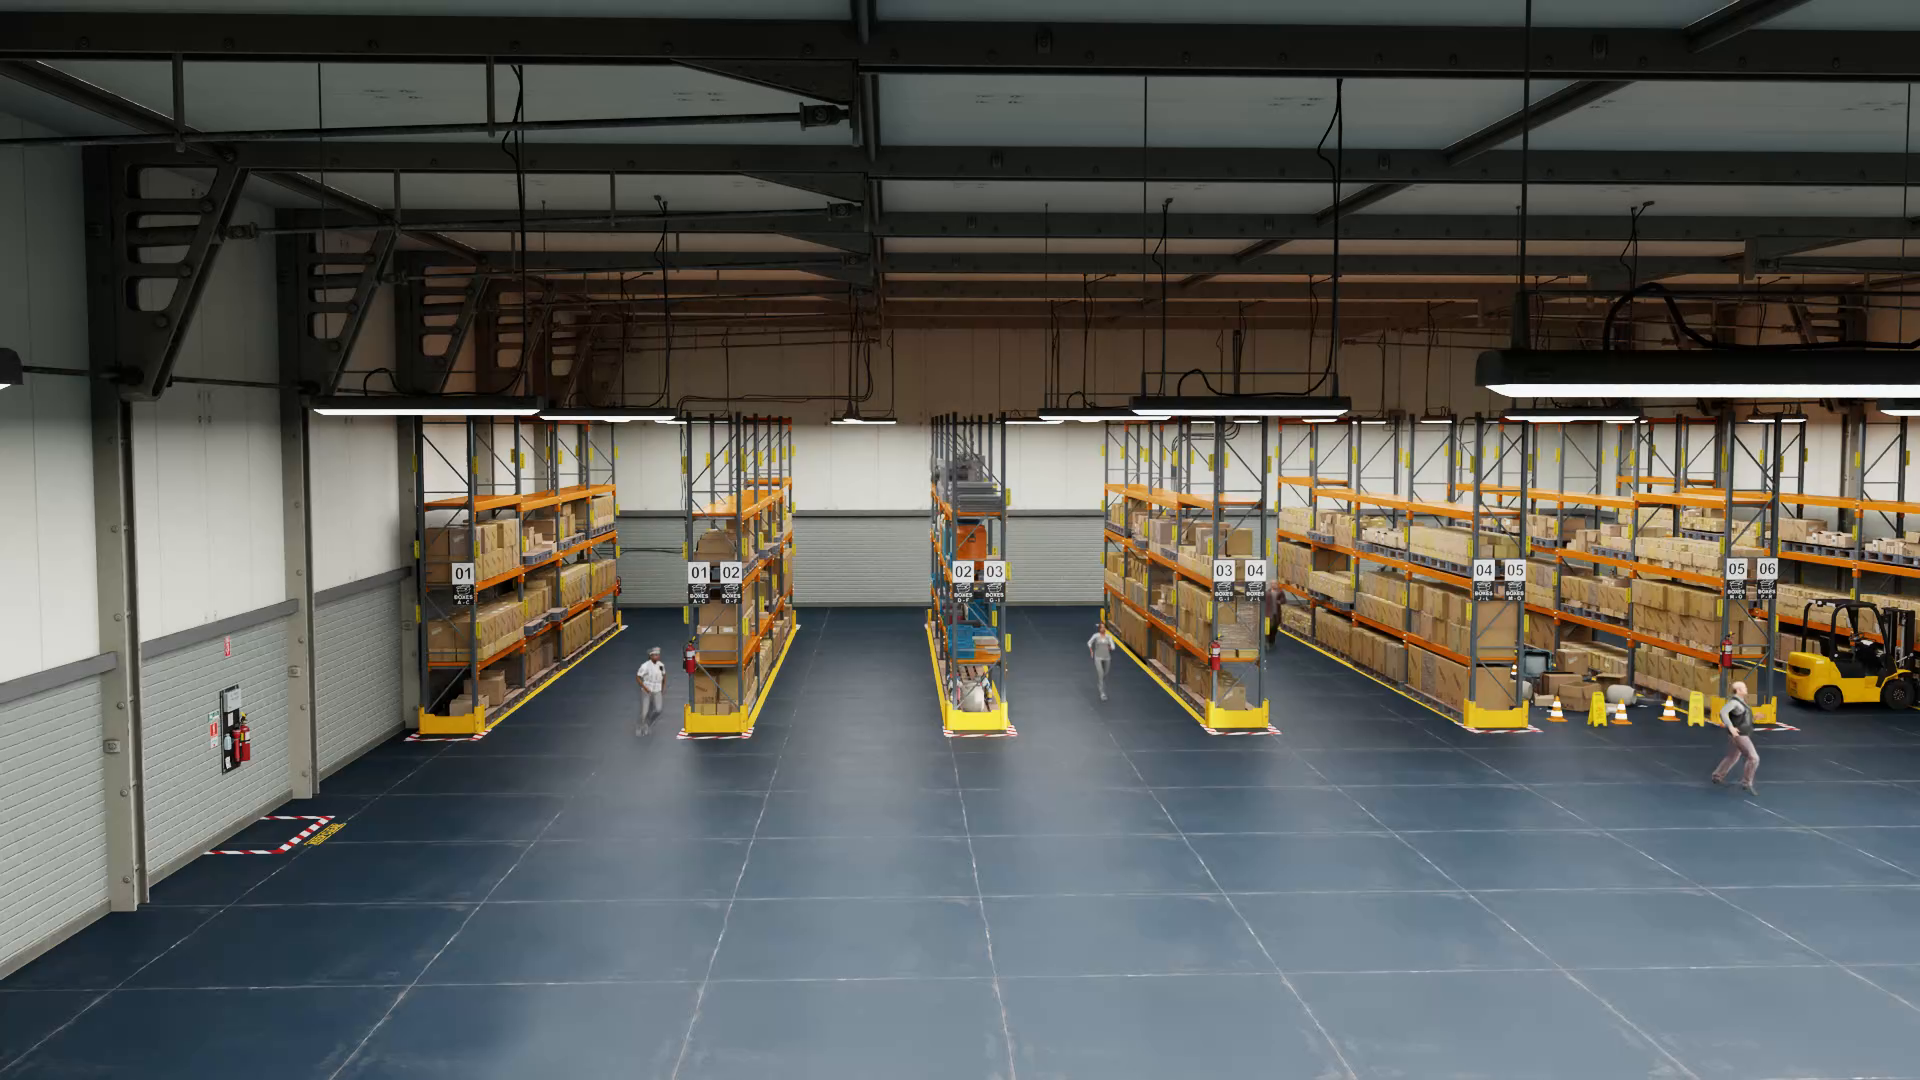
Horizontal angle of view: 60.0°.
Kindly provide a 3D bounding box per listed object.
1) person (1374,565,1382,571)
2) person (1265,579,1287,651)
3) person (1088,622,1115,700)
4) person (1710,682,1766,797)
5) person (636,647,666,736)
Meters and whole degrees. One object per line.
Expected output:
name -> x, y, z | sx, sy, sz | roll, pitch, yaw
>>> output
person -> 12.358, 1.562, 49.185 | 0.565, 1.660, 0.617 | -1, 4, -9
person -> 8.052, 1.928, 42.798 | 0.668, 1.842, 0.818 | -1, 4, -7
person -> 2.993, 2.521, 35.064 | 0.539, 1.580, 0.893 | -1, 4, -10
person -> 12.151, 3.098, 25.955 | 0.767, 1.780, 0.625 | 2, 4, 27
person -> -5.682, 2.804, 30.790 | 0.642, 1.642, 0.578 | -2, 5, -32
